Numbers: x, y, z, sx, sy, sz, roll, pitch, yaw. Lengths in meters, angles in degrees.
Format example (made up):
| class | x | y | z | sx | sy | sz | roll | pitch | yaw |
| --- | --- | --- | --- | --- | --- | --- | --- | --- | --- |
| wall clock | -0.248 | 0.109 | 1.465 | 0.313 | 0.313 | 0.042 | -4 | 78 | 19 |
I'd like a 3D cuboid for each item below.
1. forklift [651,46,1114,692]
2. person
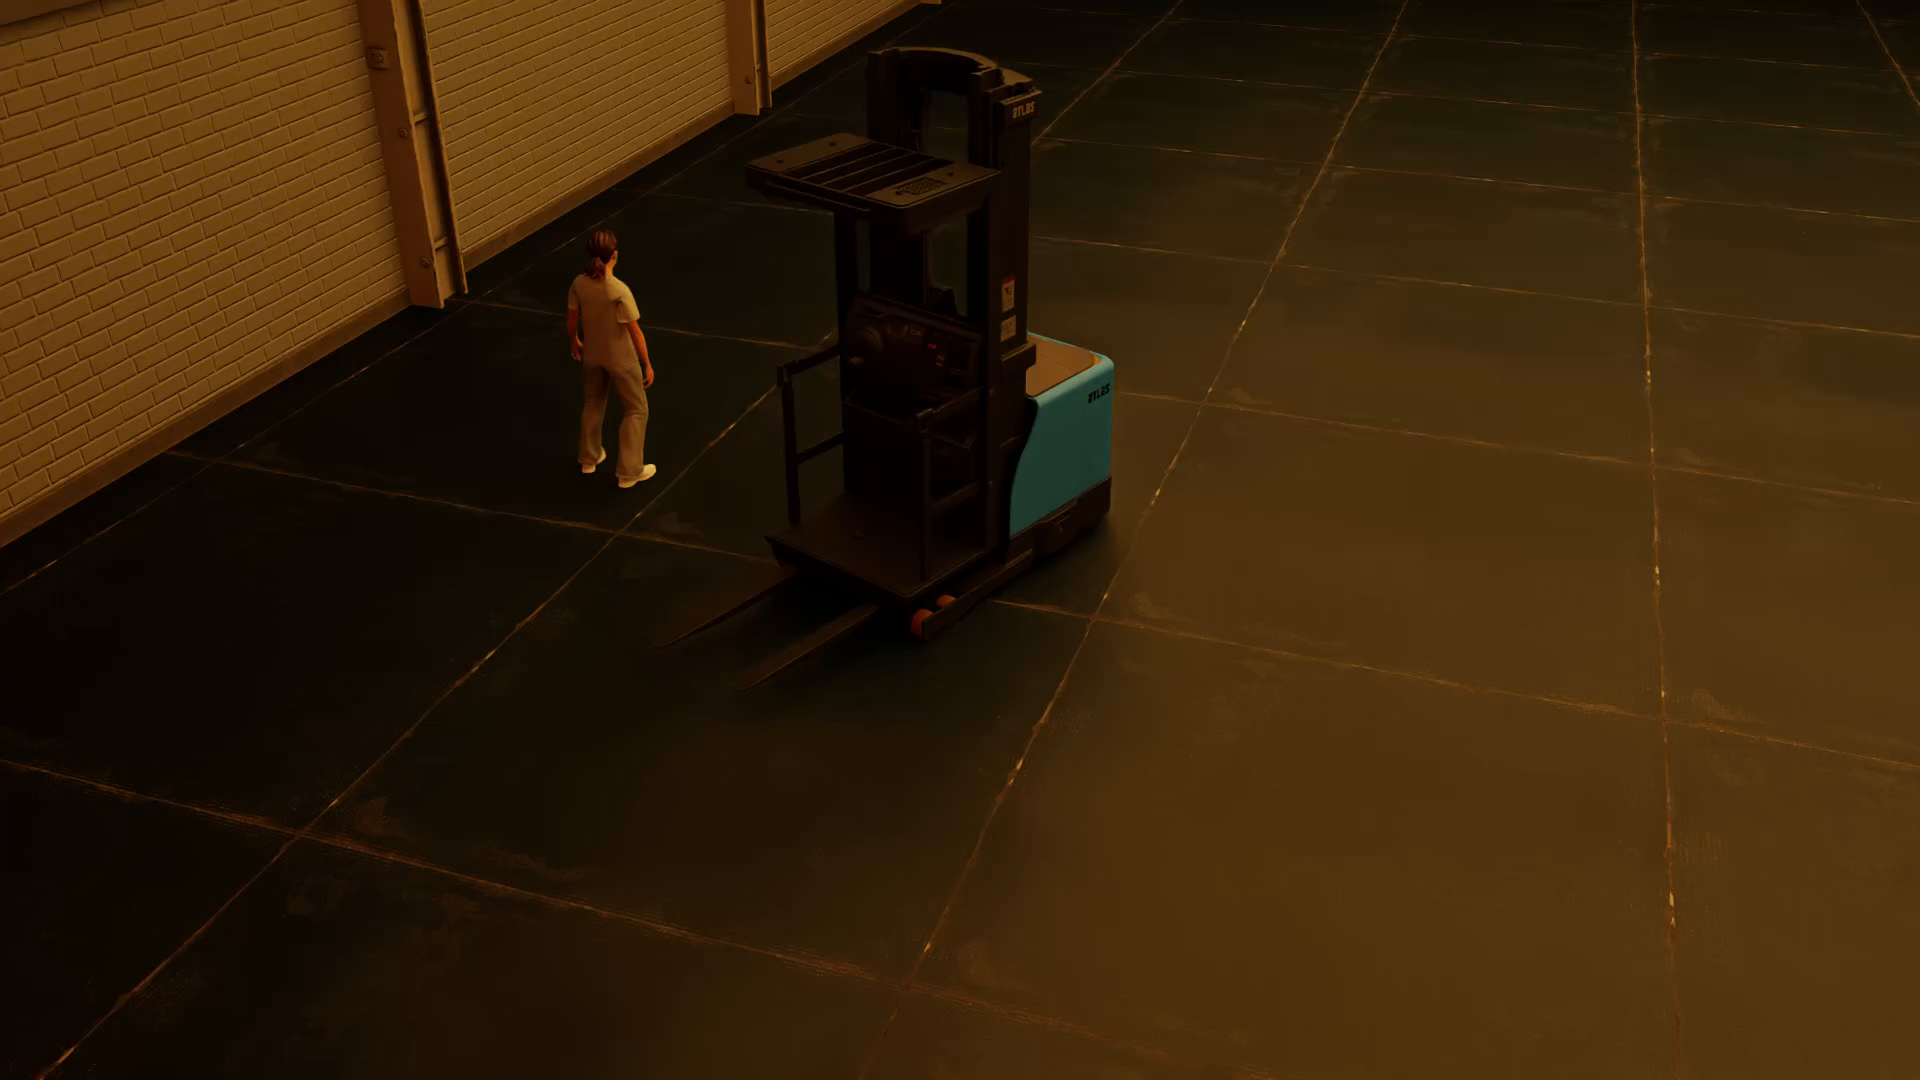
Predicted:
| class | x | y | z | sx | sy | sz | roll | pitch | yaw |
| --- | --- | --- | --- | --- | --- | --- | --- | --- | --- |
| forklift | -0.399 | -1.006 | 8.902 | 1.130 | 2.935 | 3.031 | 22 | 36 | 34 |
| person | -2.187 | -1.149 | 10.442 | 0.663 | 1.655 | 0.387 | 12 | 32 | 20 |
